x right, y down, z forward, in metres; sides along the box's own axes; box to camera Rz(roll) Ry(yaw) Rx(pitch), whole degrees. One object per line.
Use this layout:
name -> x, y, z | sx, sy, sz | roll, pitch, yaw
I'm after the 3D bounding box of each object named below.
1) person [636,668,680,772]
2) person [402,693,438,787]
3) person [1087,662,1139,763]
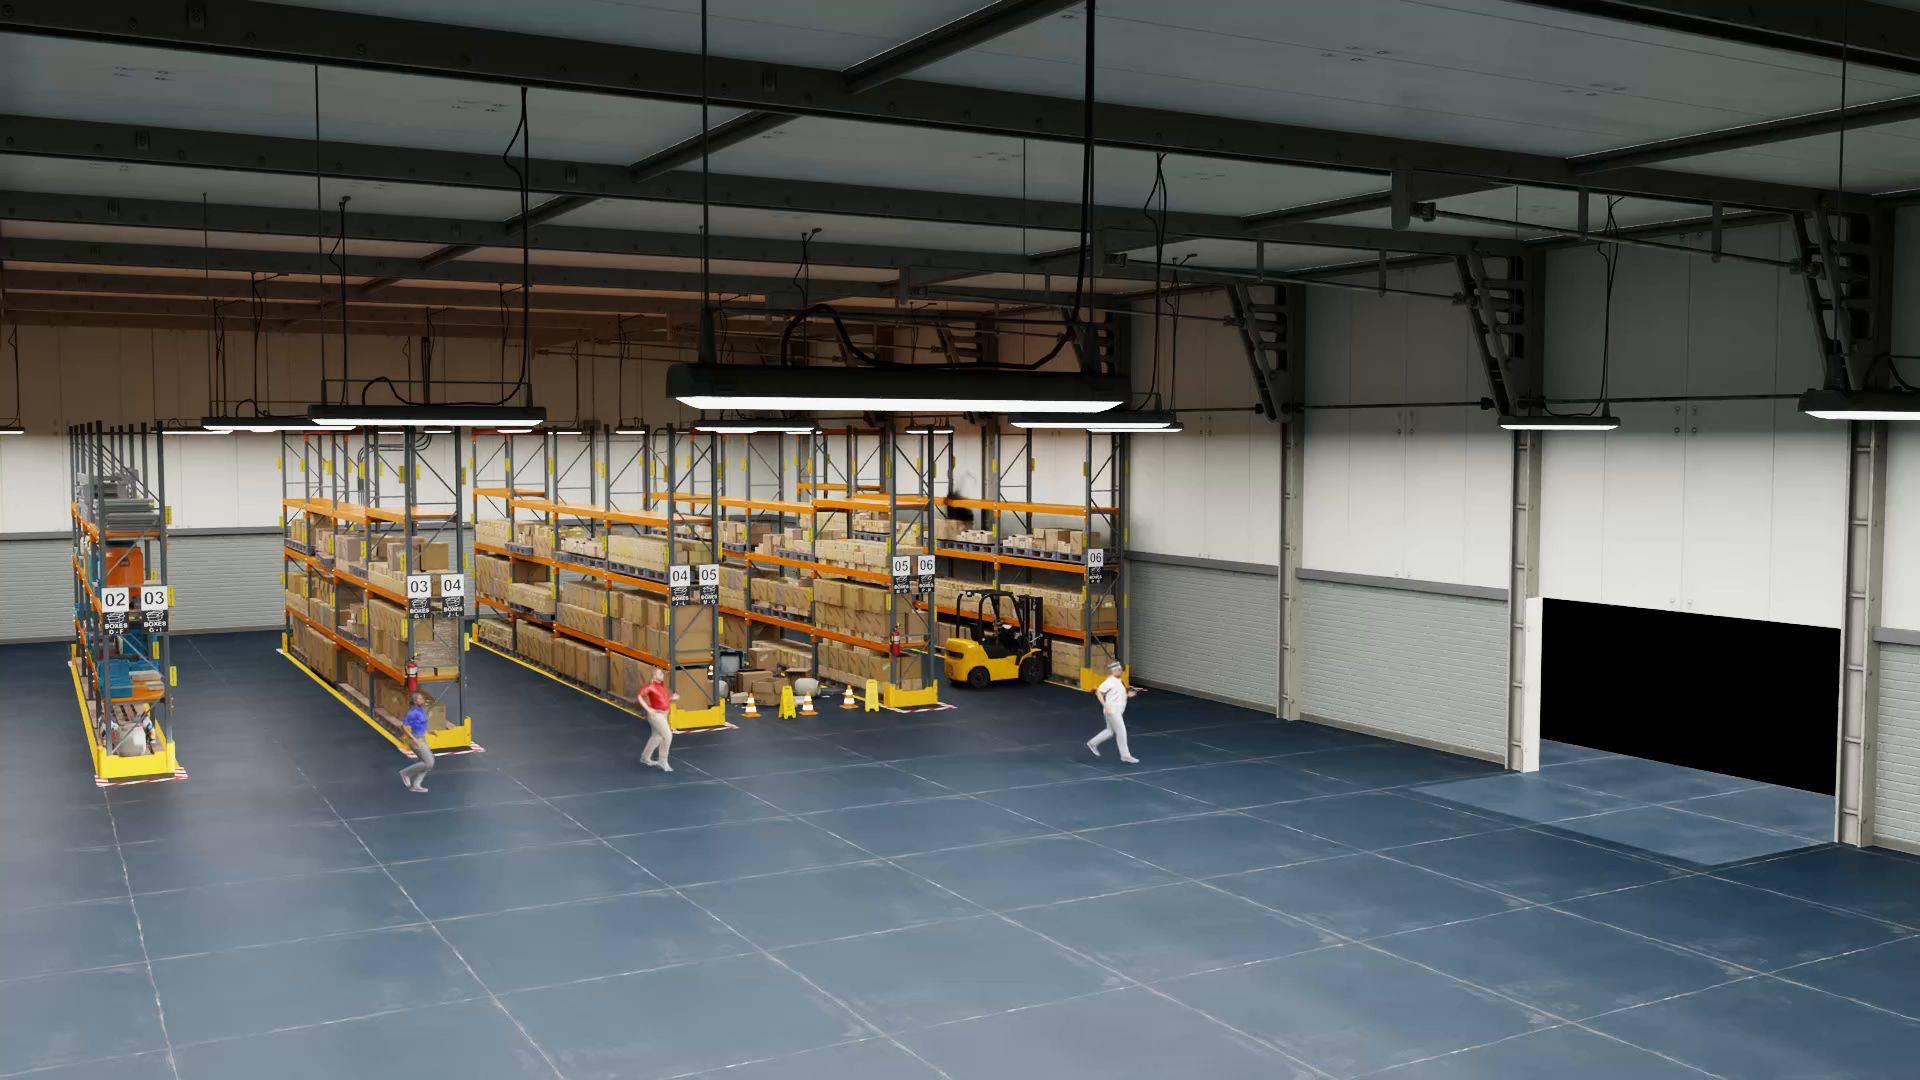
person -> -5.189, 3.097, 28.626 | 0.751, 1.794, 0.637 | 1, 4, 9
person -> -8.691, 3.230, 26.803 | 0.503, 1.542, 0.582 | 0, 4, -2
person -> 2.690, 3.009, 29.223 | 0.954, 1.759, 0.457 | 1, 4, 18
